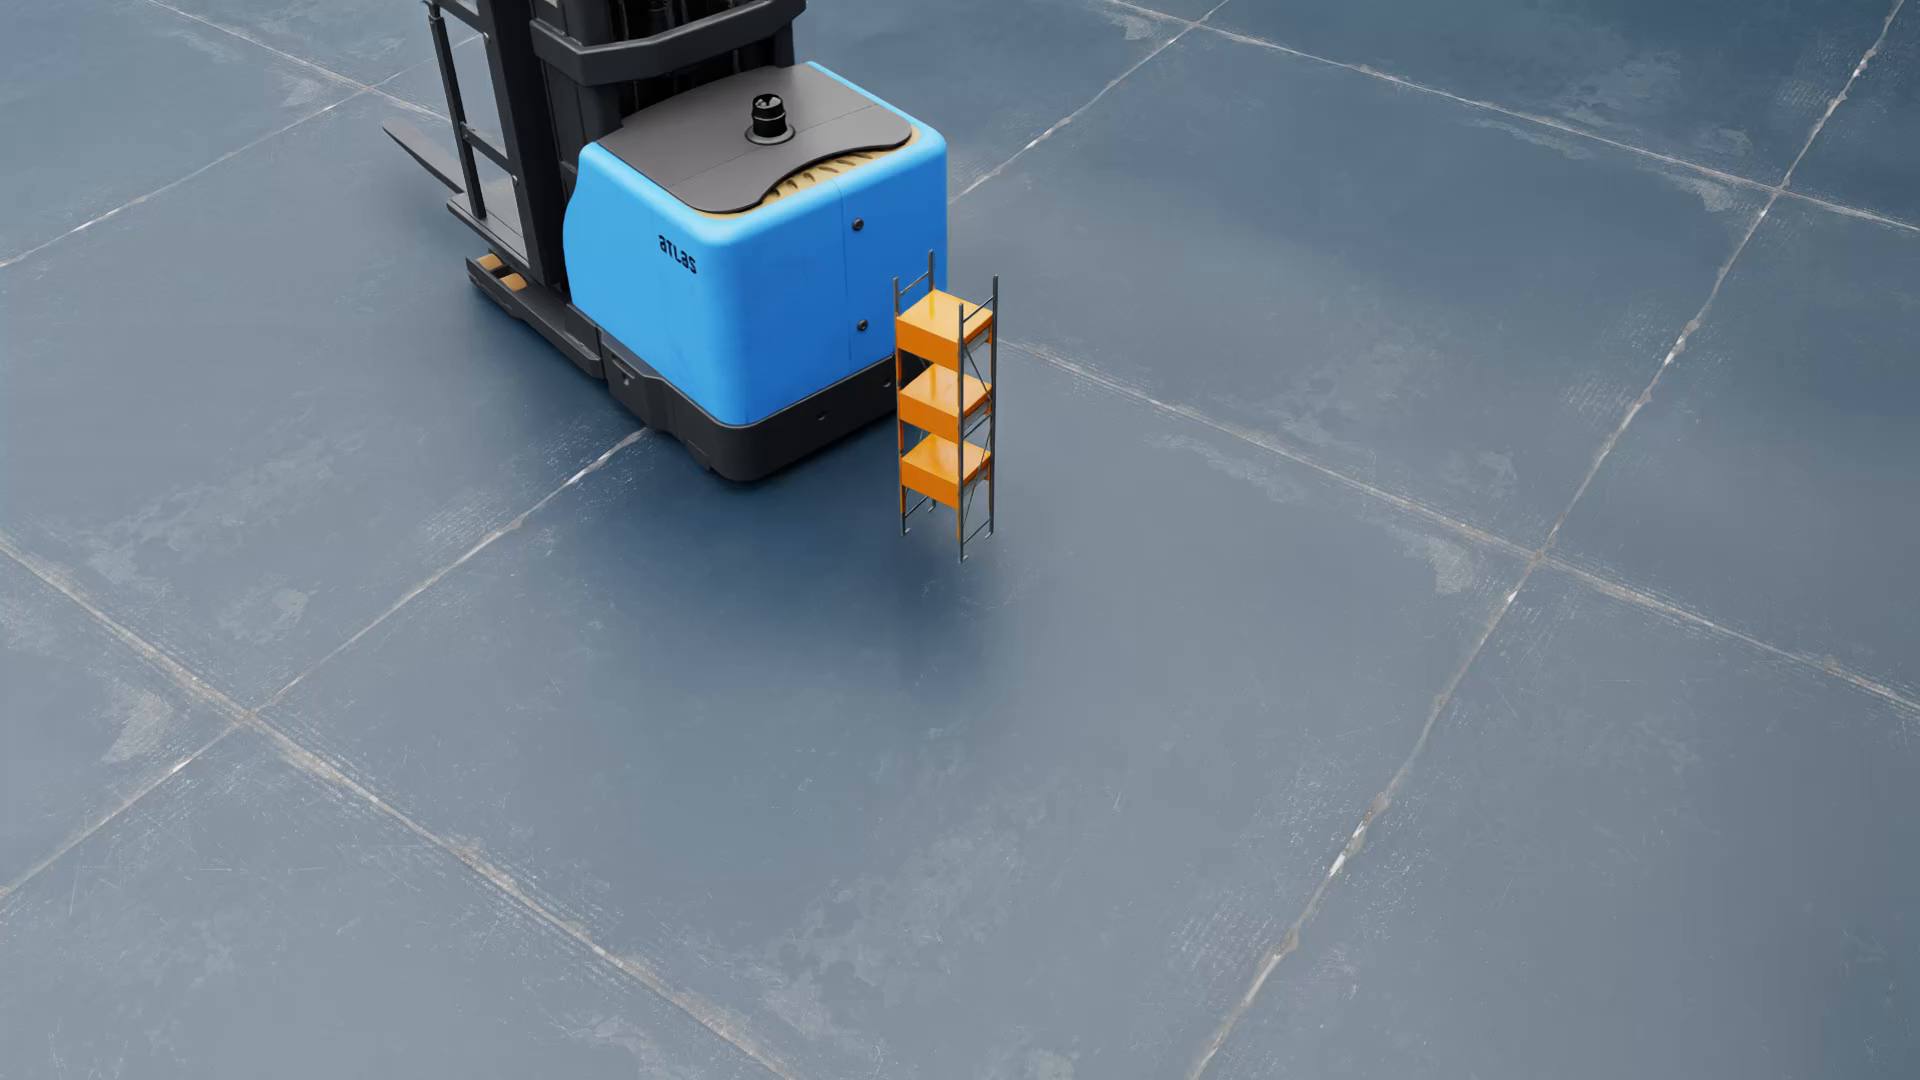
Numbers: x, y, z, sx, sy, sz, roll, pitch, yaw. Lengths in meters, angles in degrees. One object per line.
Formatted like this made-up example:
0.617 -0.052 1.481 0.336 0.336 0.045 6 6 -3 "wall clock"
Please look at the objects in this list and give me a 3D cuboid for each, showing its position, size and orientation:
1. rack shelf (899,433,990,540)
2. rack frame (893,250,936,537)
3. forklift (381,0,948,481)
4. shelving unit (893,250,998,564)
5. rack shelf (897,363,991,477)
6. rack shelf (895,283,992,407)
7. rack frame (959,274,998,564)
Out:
-0.044 -0.197 5.615 0.240 0.259 0.215 25 48 25 "rack shelf"
-0.144 -0.458 5.475 0.008 1.050 0.200 25 48 25 "rack frame"
-1.376 -2.206 6.017 1.130 2.935 3.031 -30 50 -29 "forklift"
-0.044 -0.412 5.423 0.252 1.050 0.215 25 48 25 "shelving unit"
-0.044 -0.404 5.430 0.240 0.259 0.215 25 48 25 "rack shelf"
-0.044 -0.615 5.241 0.240 0.259 0.215 25 48 25 "rack shelf"
0.056 -0.365 5.371 0.008 1.050 0.200 25 48 25 "rack frame"
